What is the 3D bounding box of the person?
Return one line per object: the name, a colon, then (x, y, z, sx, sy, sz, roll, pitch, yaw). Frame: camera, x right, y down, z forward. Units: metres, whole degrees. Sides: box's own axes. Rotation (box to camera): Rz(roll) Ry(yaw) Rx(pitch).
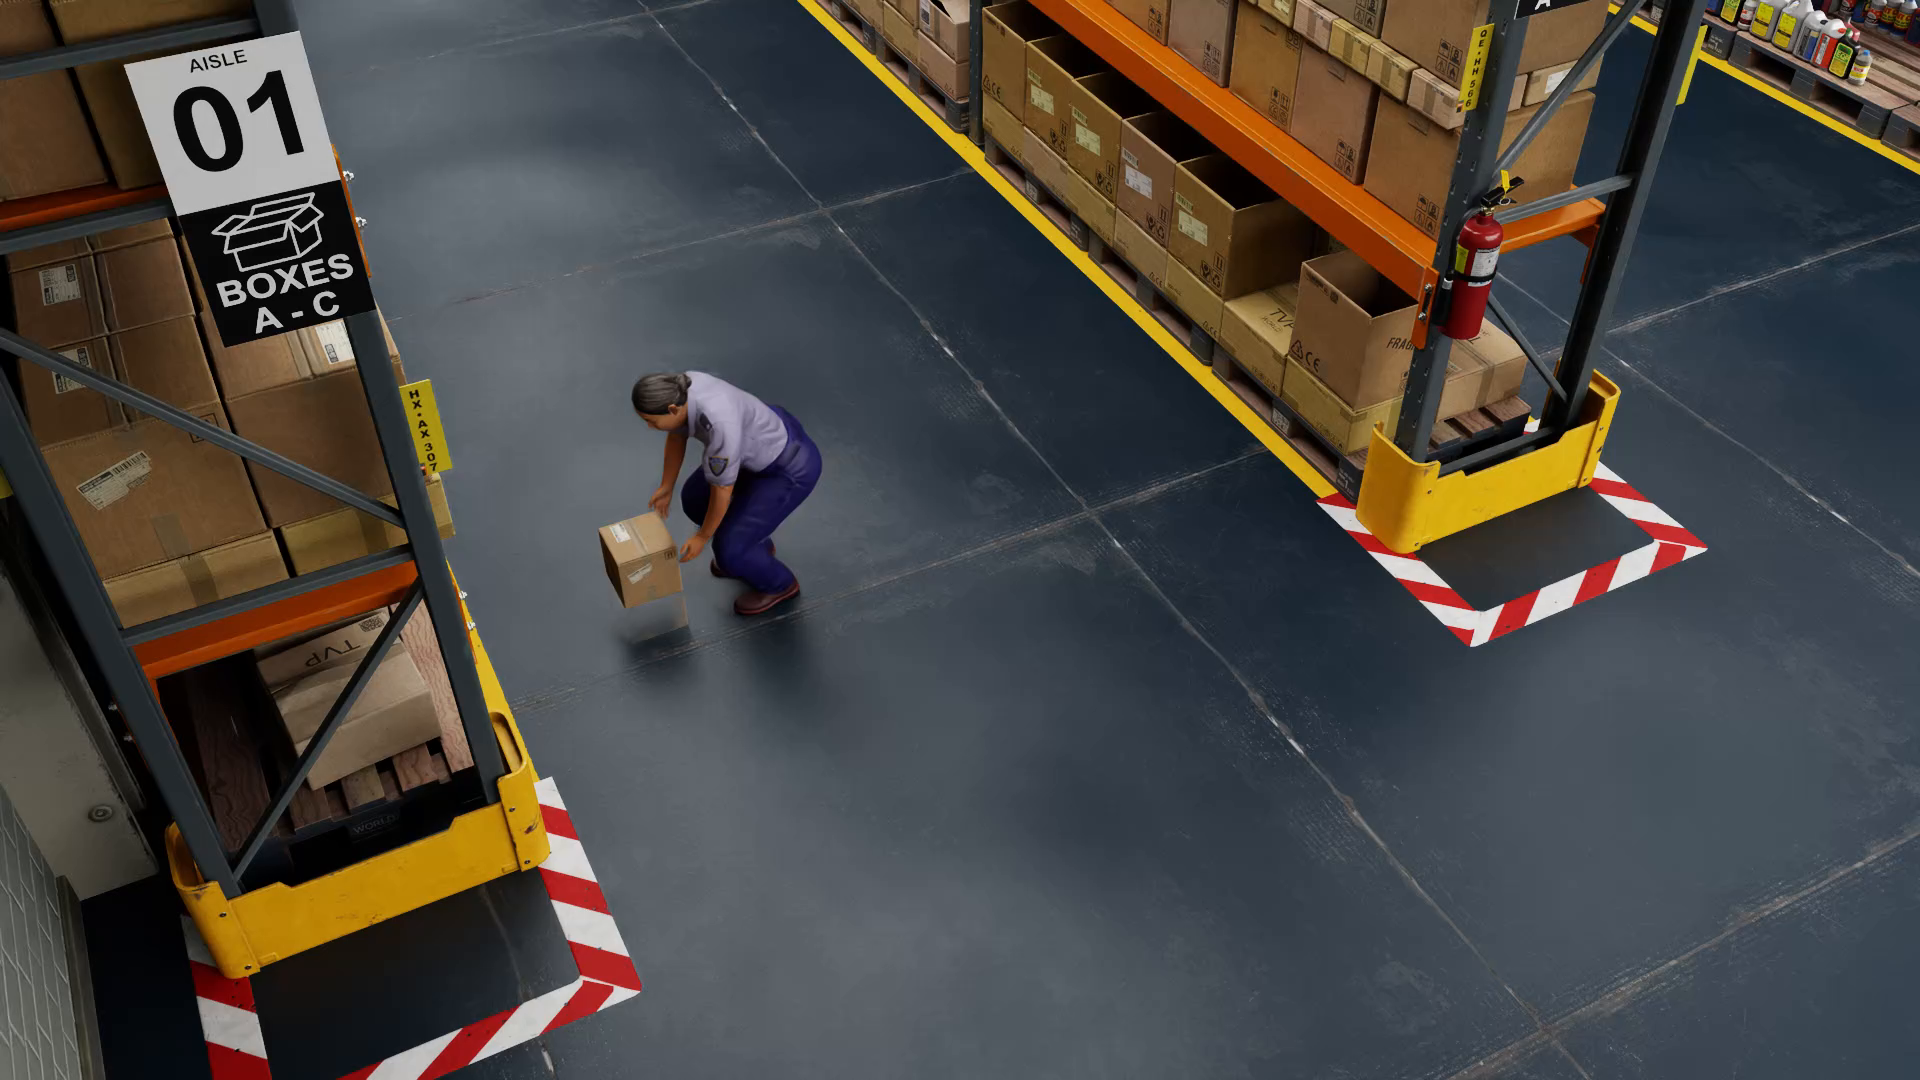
person: (-0.919, -0.244, 6.767, 0.727, 1.230, 0.540, -19, 45, -20)
